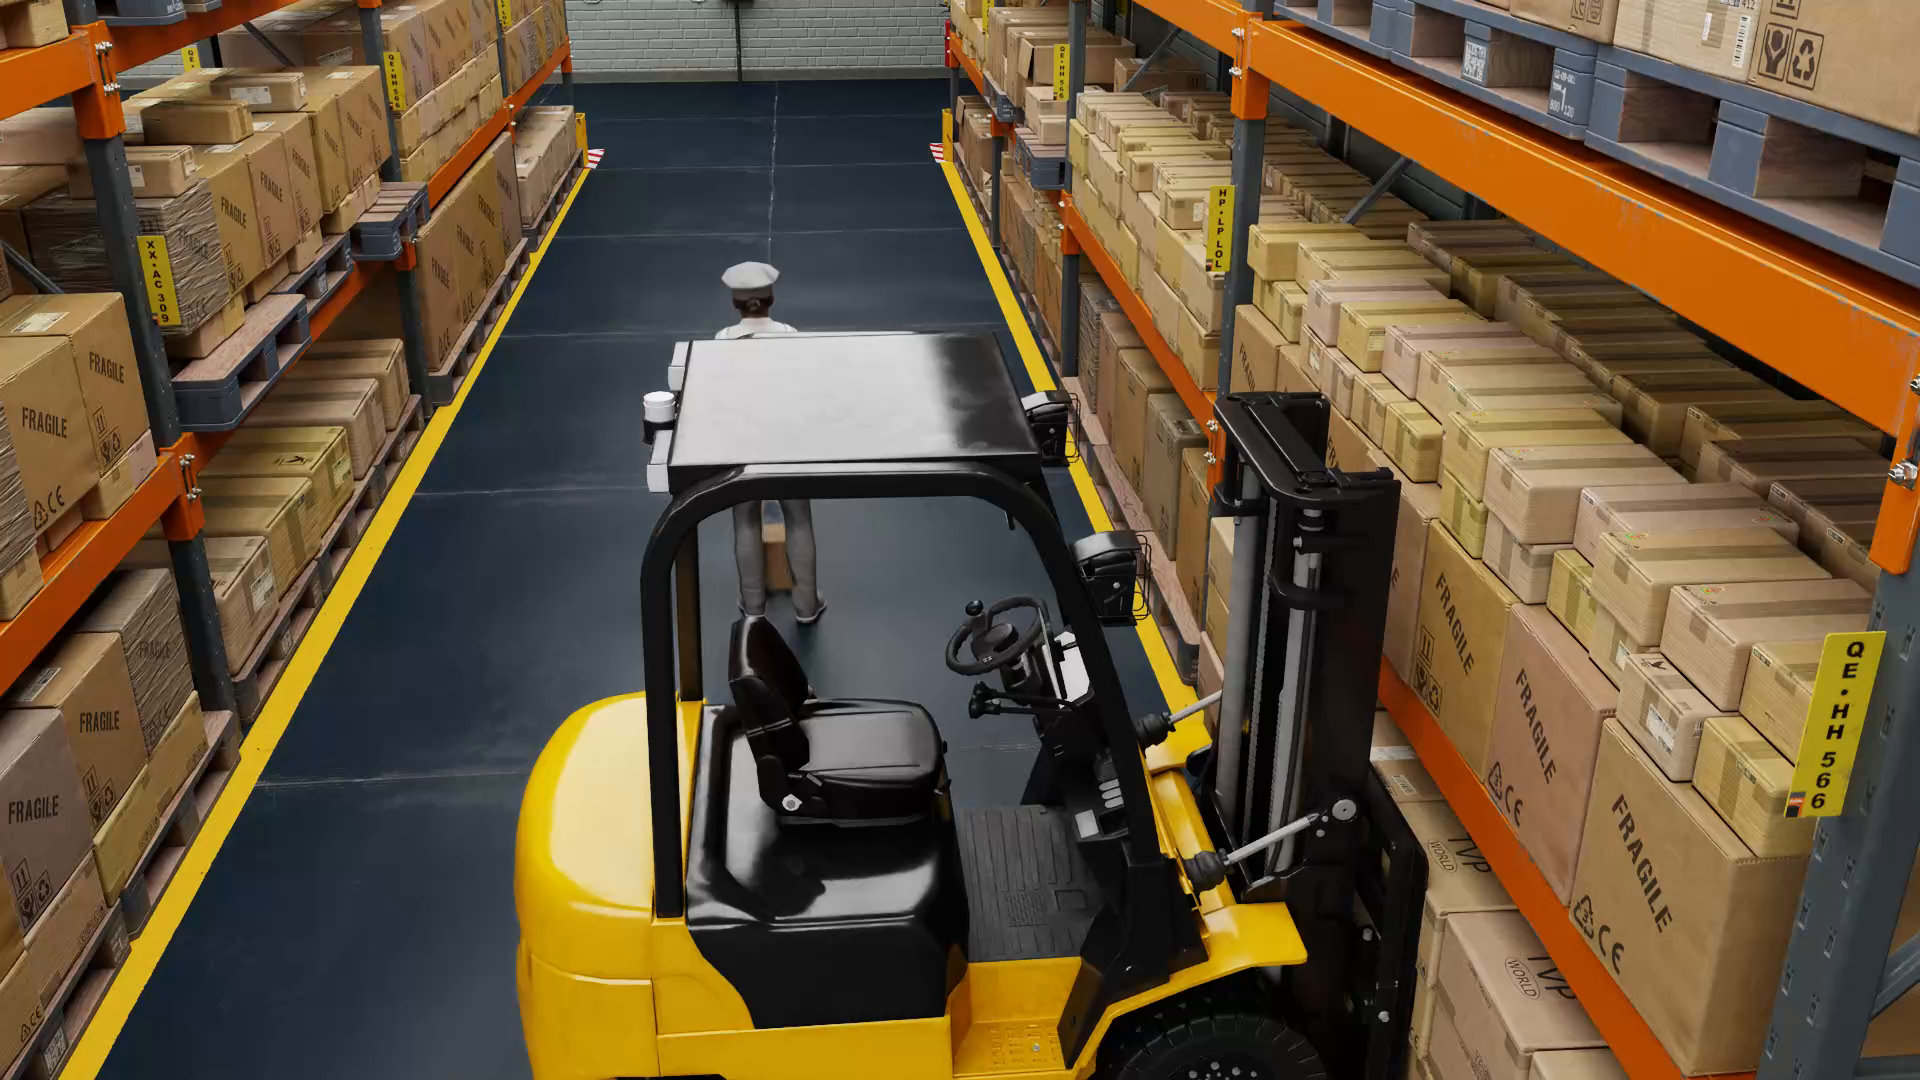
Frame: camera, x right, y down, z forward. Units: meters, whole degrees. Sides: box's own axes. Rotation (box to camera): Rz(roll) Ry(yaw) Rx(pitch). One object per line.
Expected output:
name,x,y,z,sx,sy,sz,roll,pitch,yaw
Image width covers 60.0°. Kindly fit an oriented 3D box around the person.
person,-0.875,-0.406,7.514,0.502,1.662,0.424,-3,24,-7
